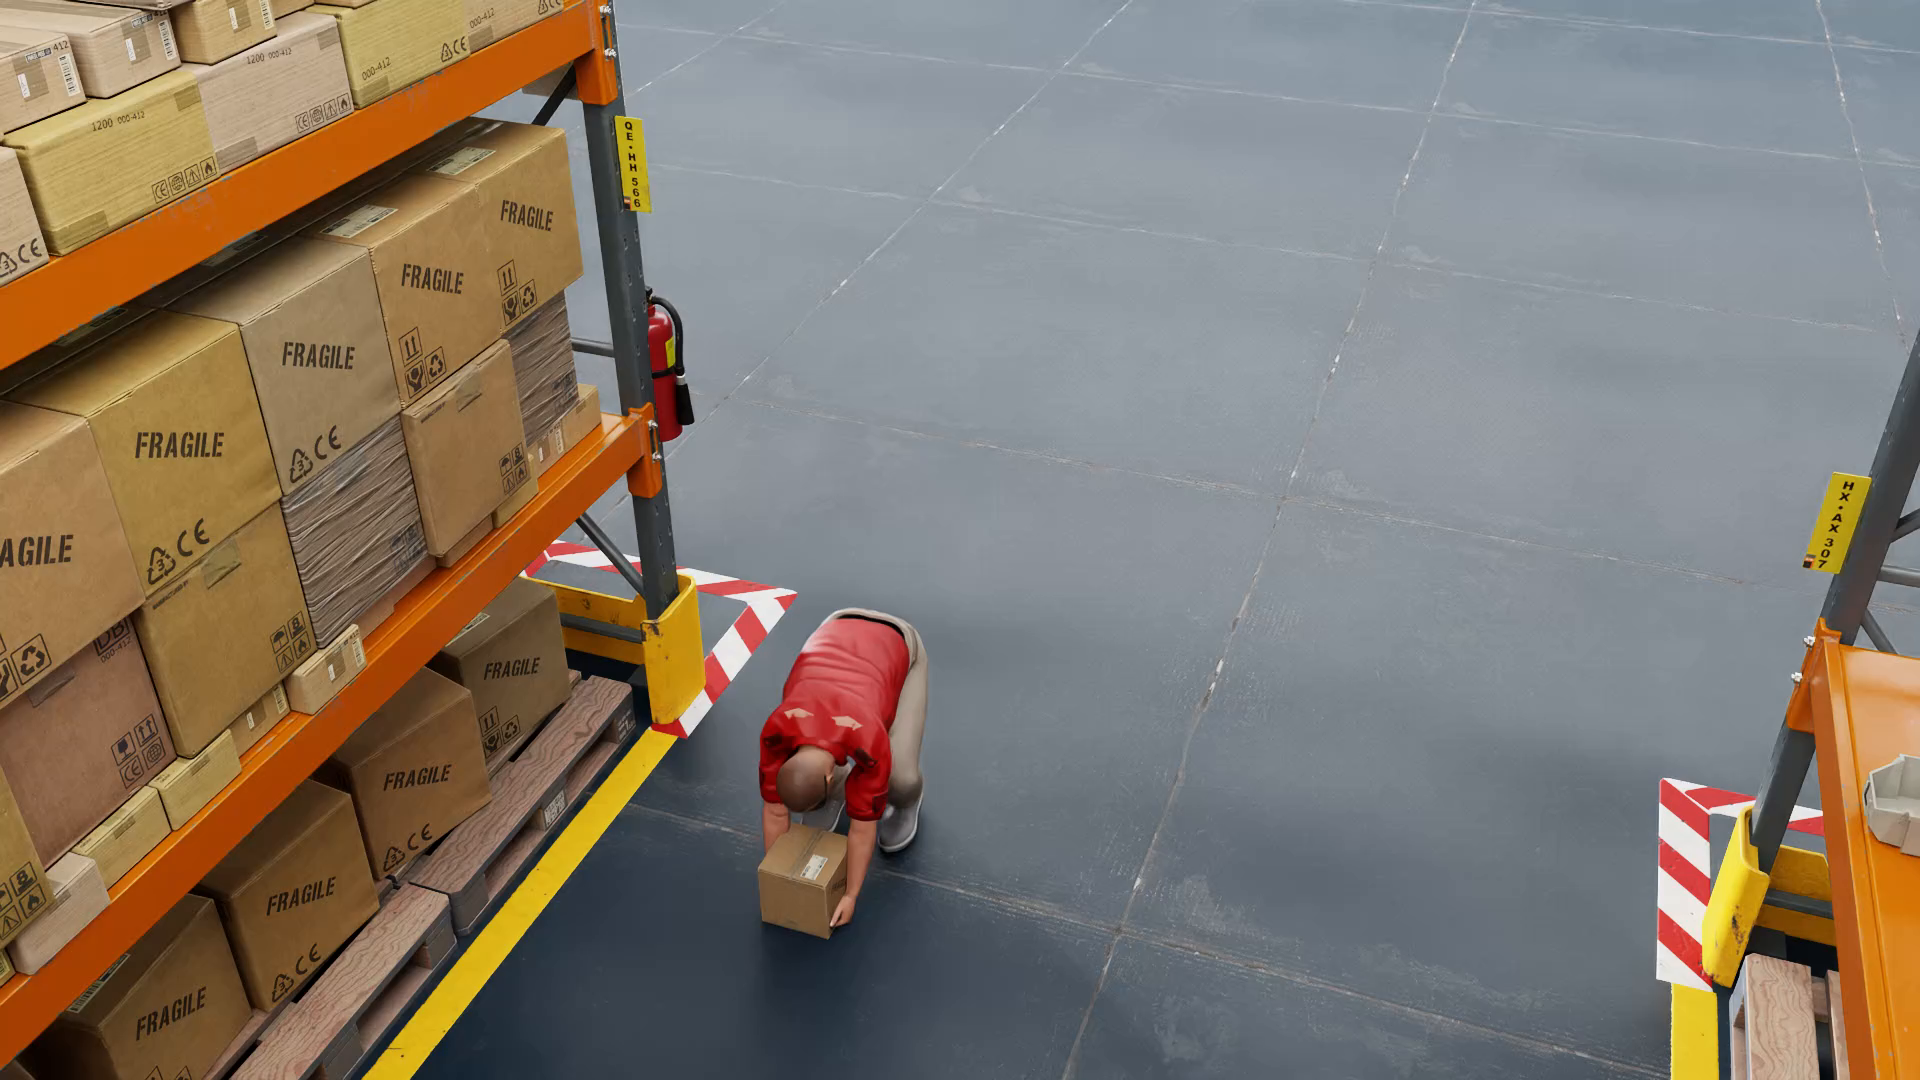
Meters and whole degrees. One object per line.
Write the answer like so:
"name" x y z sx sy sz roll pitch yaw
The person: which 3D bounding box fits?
"person" -0.418 0.788 5.786 0.516 0.847 0.890 10 34 15
